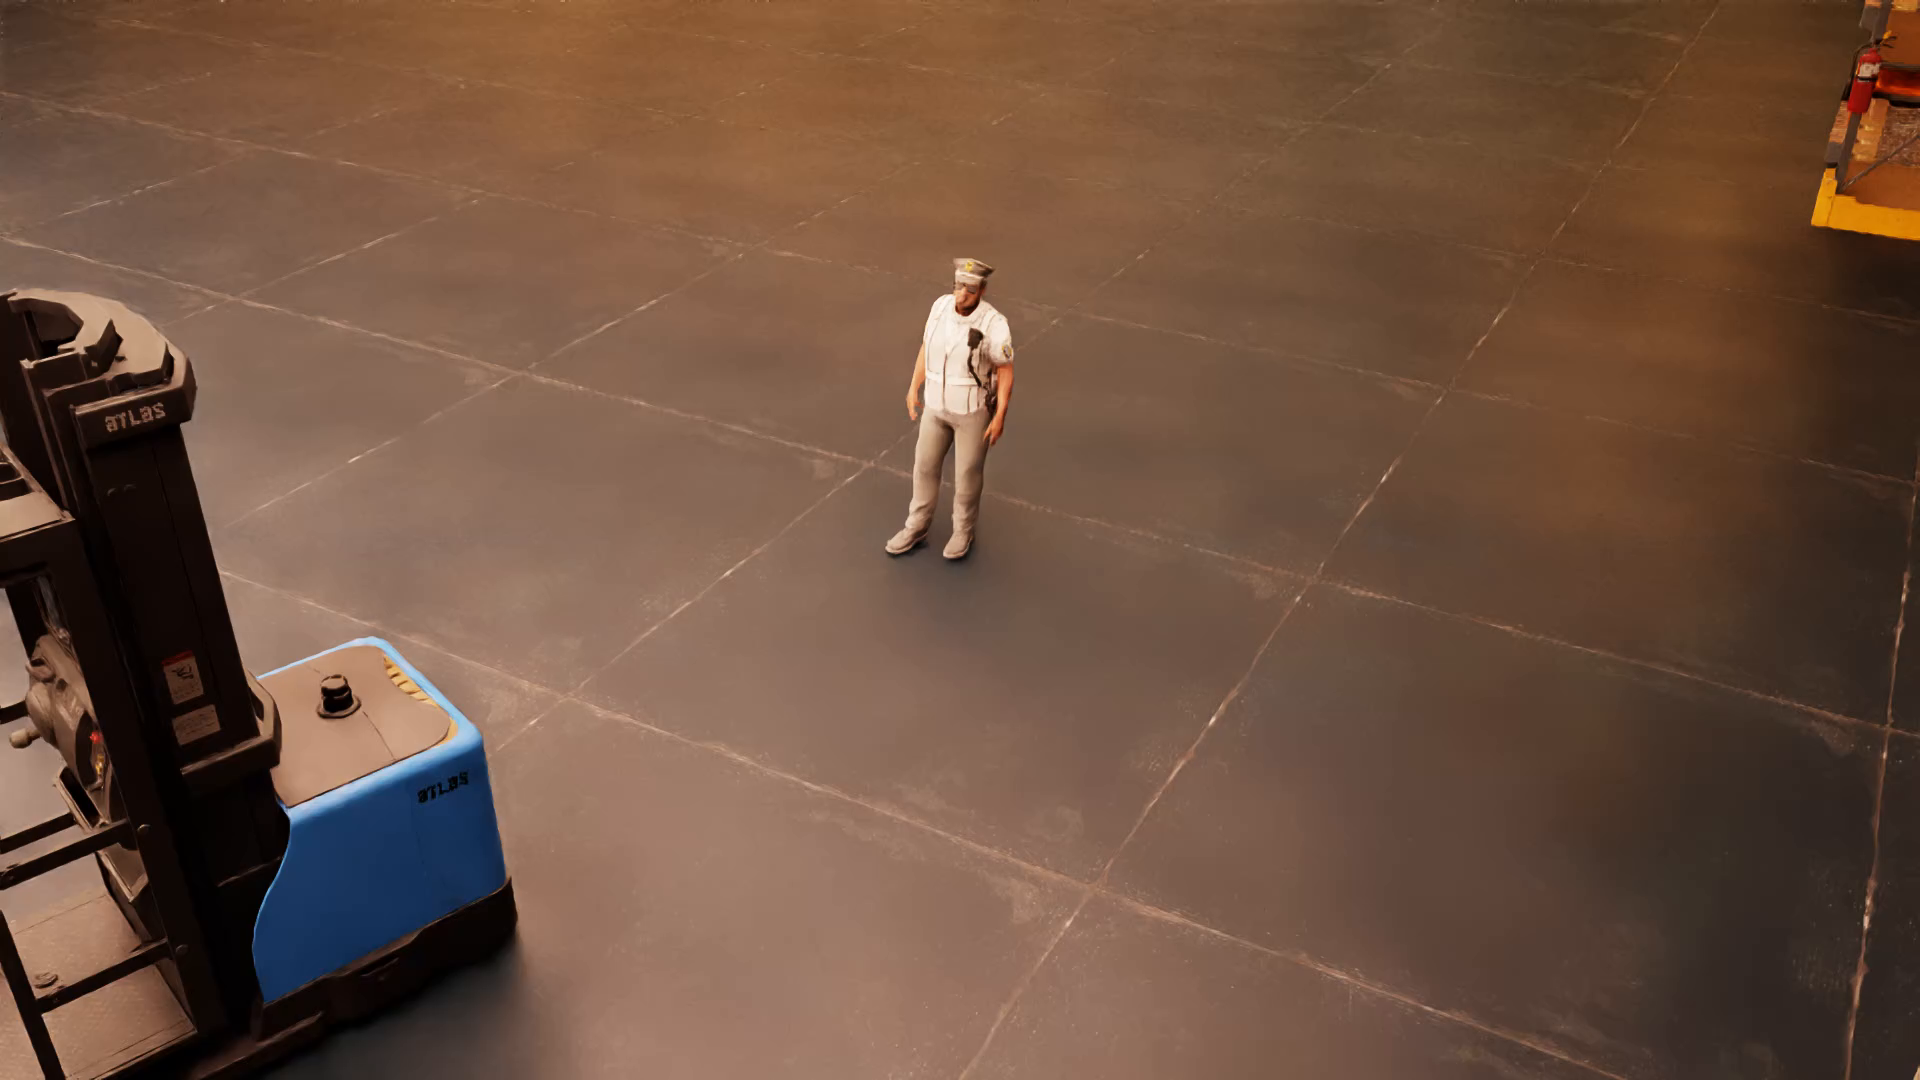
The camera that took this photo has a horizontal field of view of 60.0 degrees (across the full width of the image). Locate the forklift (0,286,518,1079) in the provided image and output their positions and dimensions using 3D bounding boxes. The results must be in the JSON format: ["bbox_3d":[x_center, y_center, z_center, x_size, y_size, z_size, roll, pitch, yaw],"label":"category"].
[{"bbox_3d":[-3.320,0.720,5.823,3.031,2.935,1.130,-24,37,-35],"label":"forklift"}]

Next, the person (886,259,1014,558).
[{"bbox_3d":[-0.048,-0.747,9.500,0.640,1.781,0.574,15,33,25],"label":"person"}]
